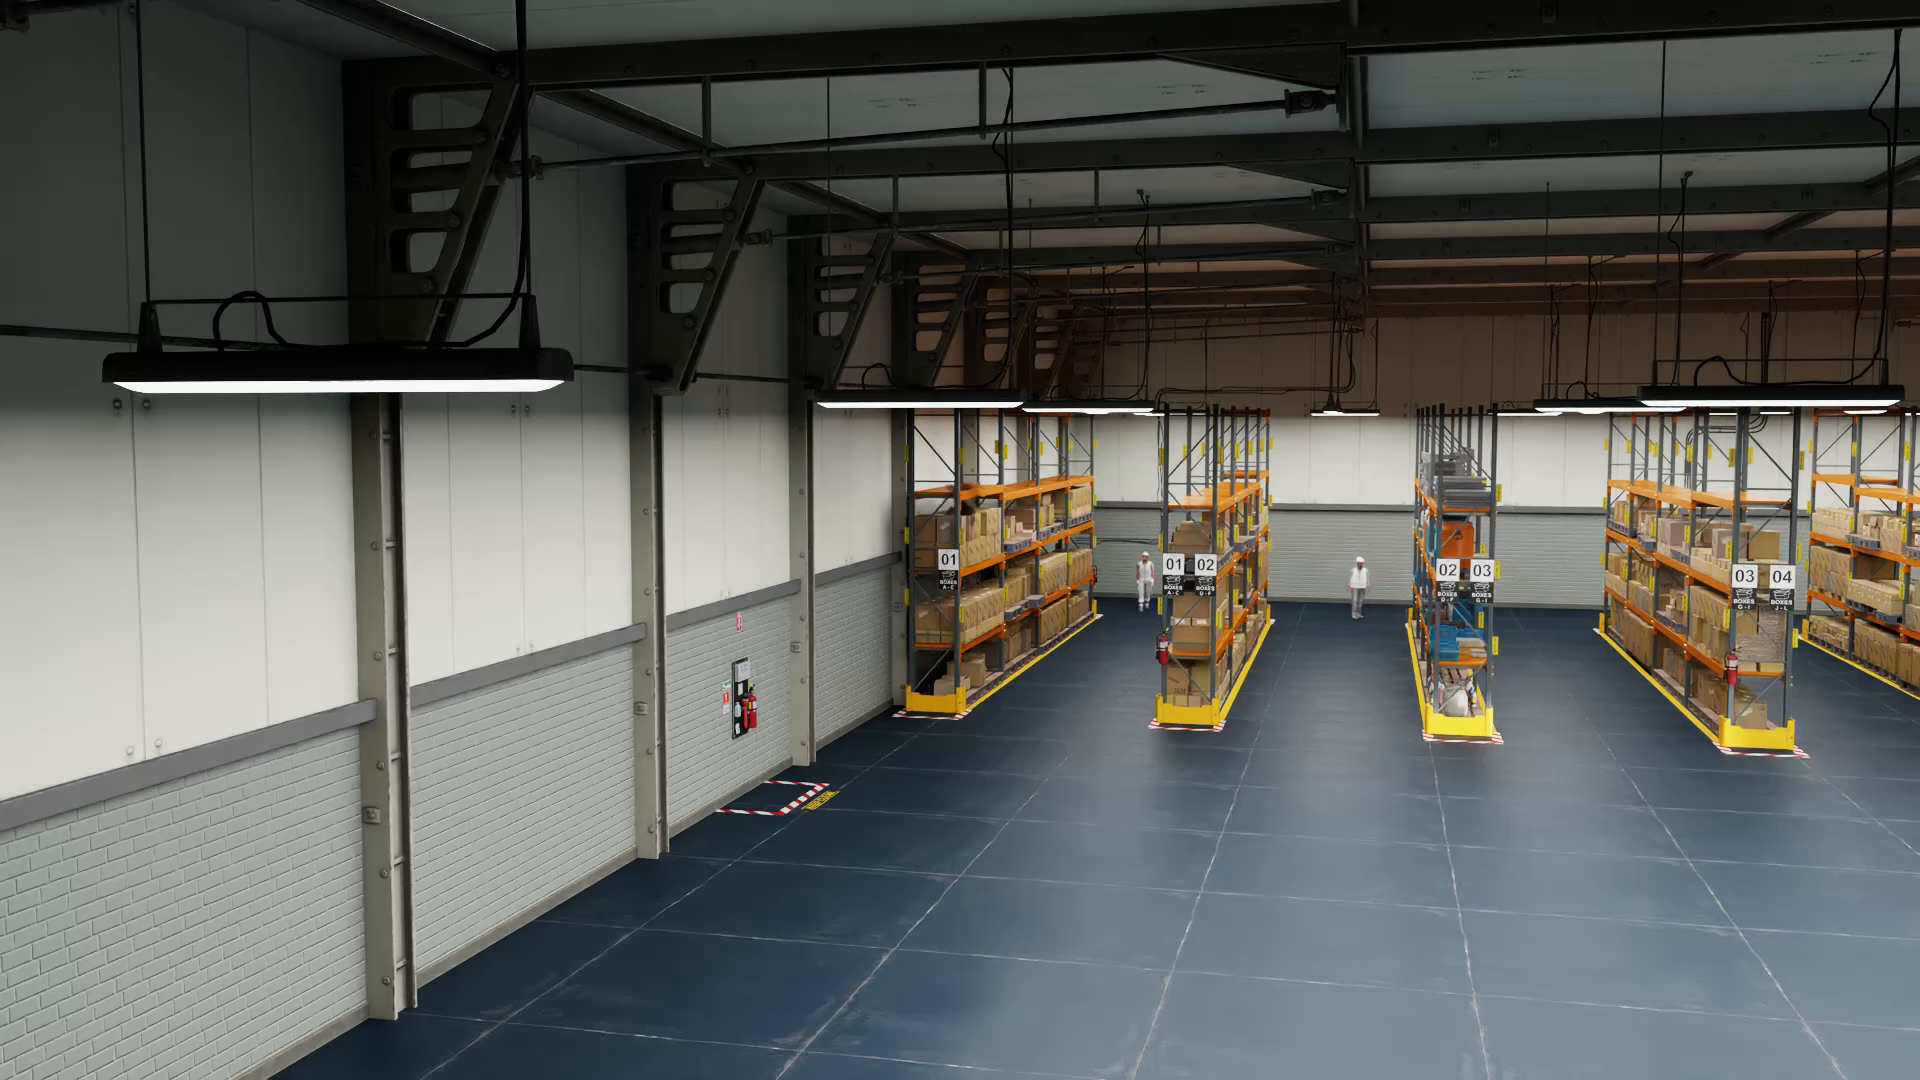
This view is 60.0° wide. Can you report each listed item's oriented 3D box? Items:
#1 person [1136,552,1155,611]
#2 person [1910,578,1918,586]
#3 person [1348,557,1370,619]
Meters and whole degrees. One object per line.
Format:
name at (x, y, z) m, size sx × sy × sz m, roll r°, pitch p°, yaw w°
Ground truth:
person at (5.510, 1.223, 49.493) m, size 0.545 × 1.728 × 1.053 m, roll 1°, pitch 4°, yaw 10°
person at (24.229, 1.798, 42.417) m, size 0.433 × 1.686 × 0.501 m, roll 1°, pitch 4°, yaw 17°
person at (11.459, 1.382, 47.645) m, size 0.583 × 1.770 × 0.627 m, roll 0°, pitch 4°, yaw -6°
